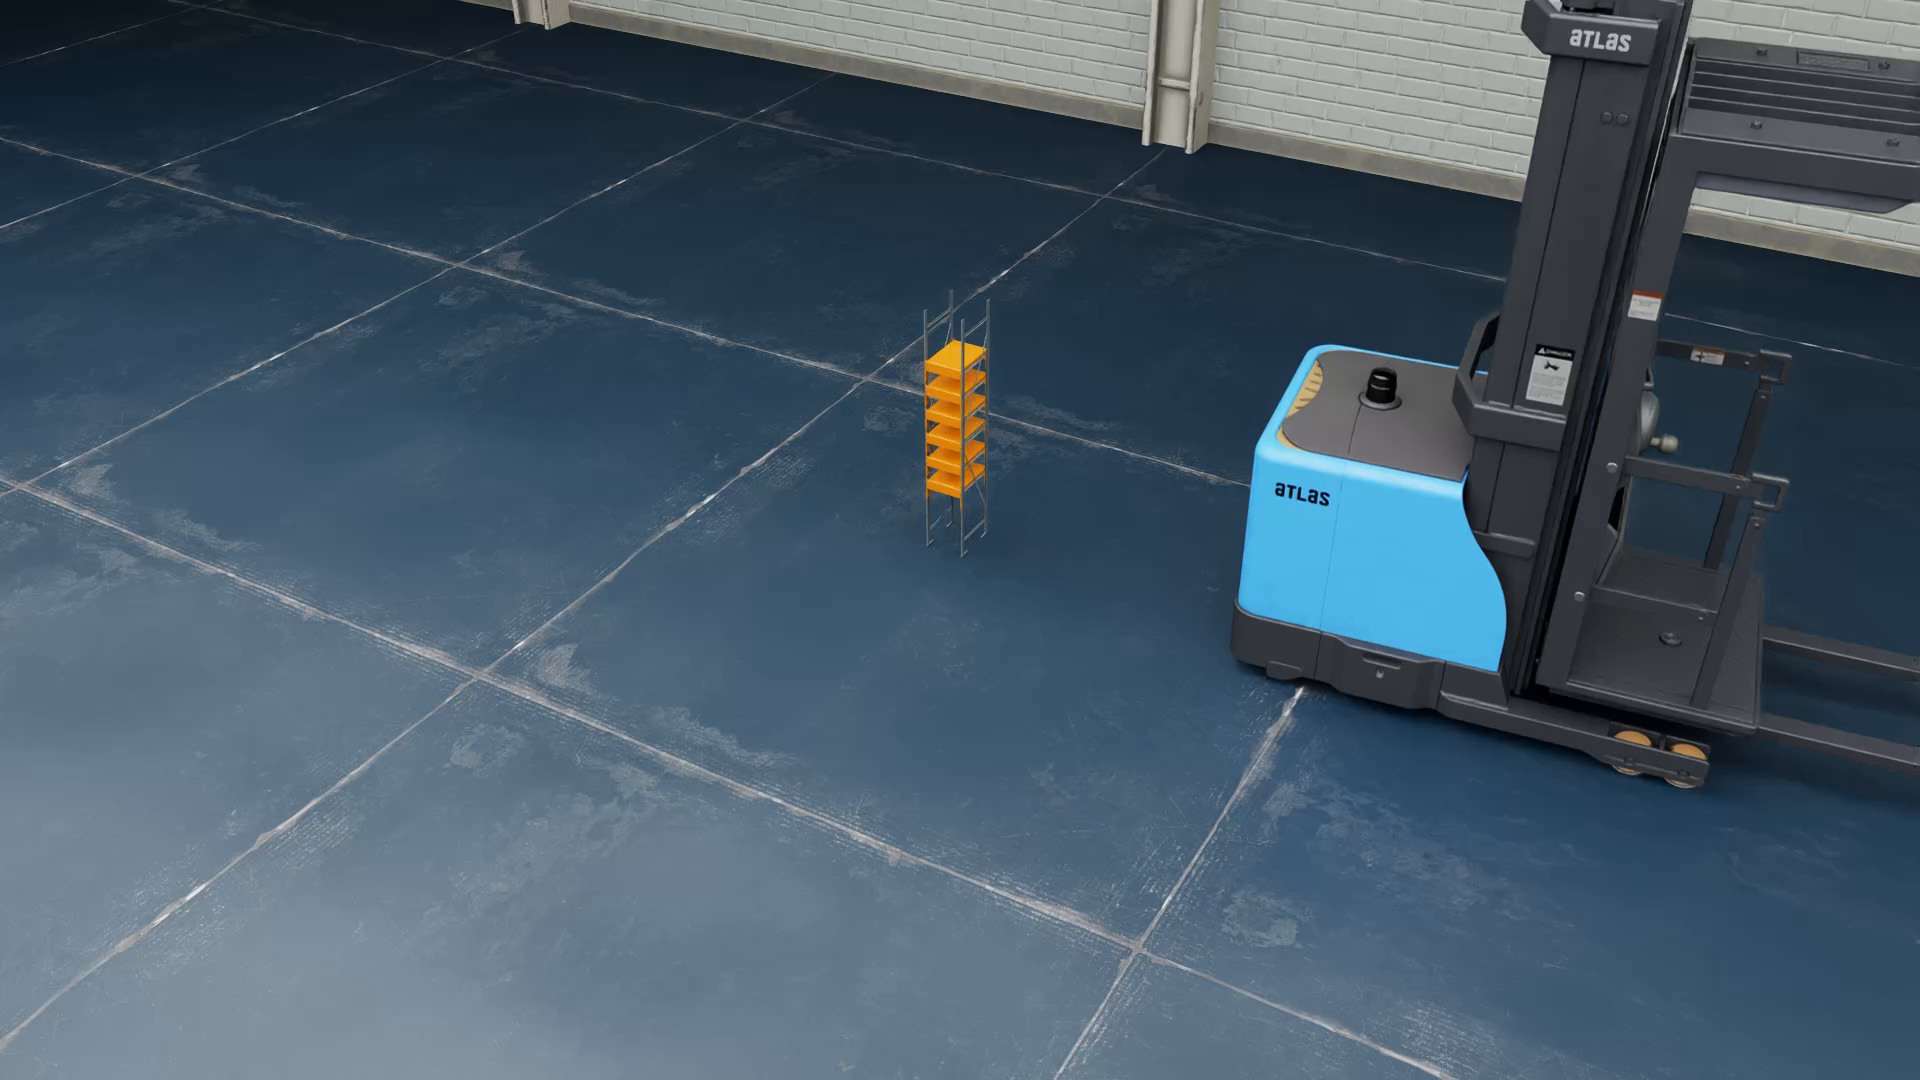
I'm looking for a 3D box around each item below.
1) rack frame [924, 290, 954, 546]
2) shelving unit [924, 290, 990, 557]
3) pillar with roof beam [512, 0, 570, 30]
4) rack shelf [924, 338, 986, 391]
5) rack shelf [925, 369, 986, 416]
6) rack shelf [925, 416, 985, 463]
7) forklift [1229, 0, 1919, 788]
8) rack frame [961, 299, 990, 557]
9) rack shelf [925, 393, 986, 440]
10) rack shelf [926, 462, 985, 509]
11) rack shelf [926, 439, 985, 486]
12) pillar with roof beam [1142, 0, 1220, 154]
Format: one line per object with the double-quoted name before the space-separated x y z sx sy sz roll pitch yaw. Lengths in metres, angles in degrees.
"rack frame" -0.092 -0.529 7.461 0.006 1.200 0.240 18 37 24
"shelving unit" -0.013 -0.503 7.423 0.189 1.200 0.258 18 37 24
"pillar with roof beam" -5.782 -6.214 8.963 0.400 9.000 9.100 18 37 24
"rack shelf" -0.013 -0.766 7.249 0.180 0.103 0.258 18 37 24
"rack shelf" -0.013 -0.666 7.315 0.180 0.103 0.258 18 37 24
"rack shelf" -0.013 -0.466 7.448 0.180 0.103 0.258 18 37 24
"forklift" 2.690 -0.612 6.024 3.031 2.935 1.130 13 36 19
"rack frame" 0.067 -0.478 7.386 0.006 1.200 0.240 18 37 24
"rack shelf" -0.013 -0.566 7.382 0.180 0.103 0.258 18 37 24
"rack shelf" -0.013 -0.267 7.581 0.180 0.103 0.258 18 37 24
"rack shelf" -0.013 -0.367 7.515 0.180 0.103 0.258 18 37 24
"pillar with roof beam" -0.572 -4.564 6.485 0.400 9.000 9.100 18 37 24
